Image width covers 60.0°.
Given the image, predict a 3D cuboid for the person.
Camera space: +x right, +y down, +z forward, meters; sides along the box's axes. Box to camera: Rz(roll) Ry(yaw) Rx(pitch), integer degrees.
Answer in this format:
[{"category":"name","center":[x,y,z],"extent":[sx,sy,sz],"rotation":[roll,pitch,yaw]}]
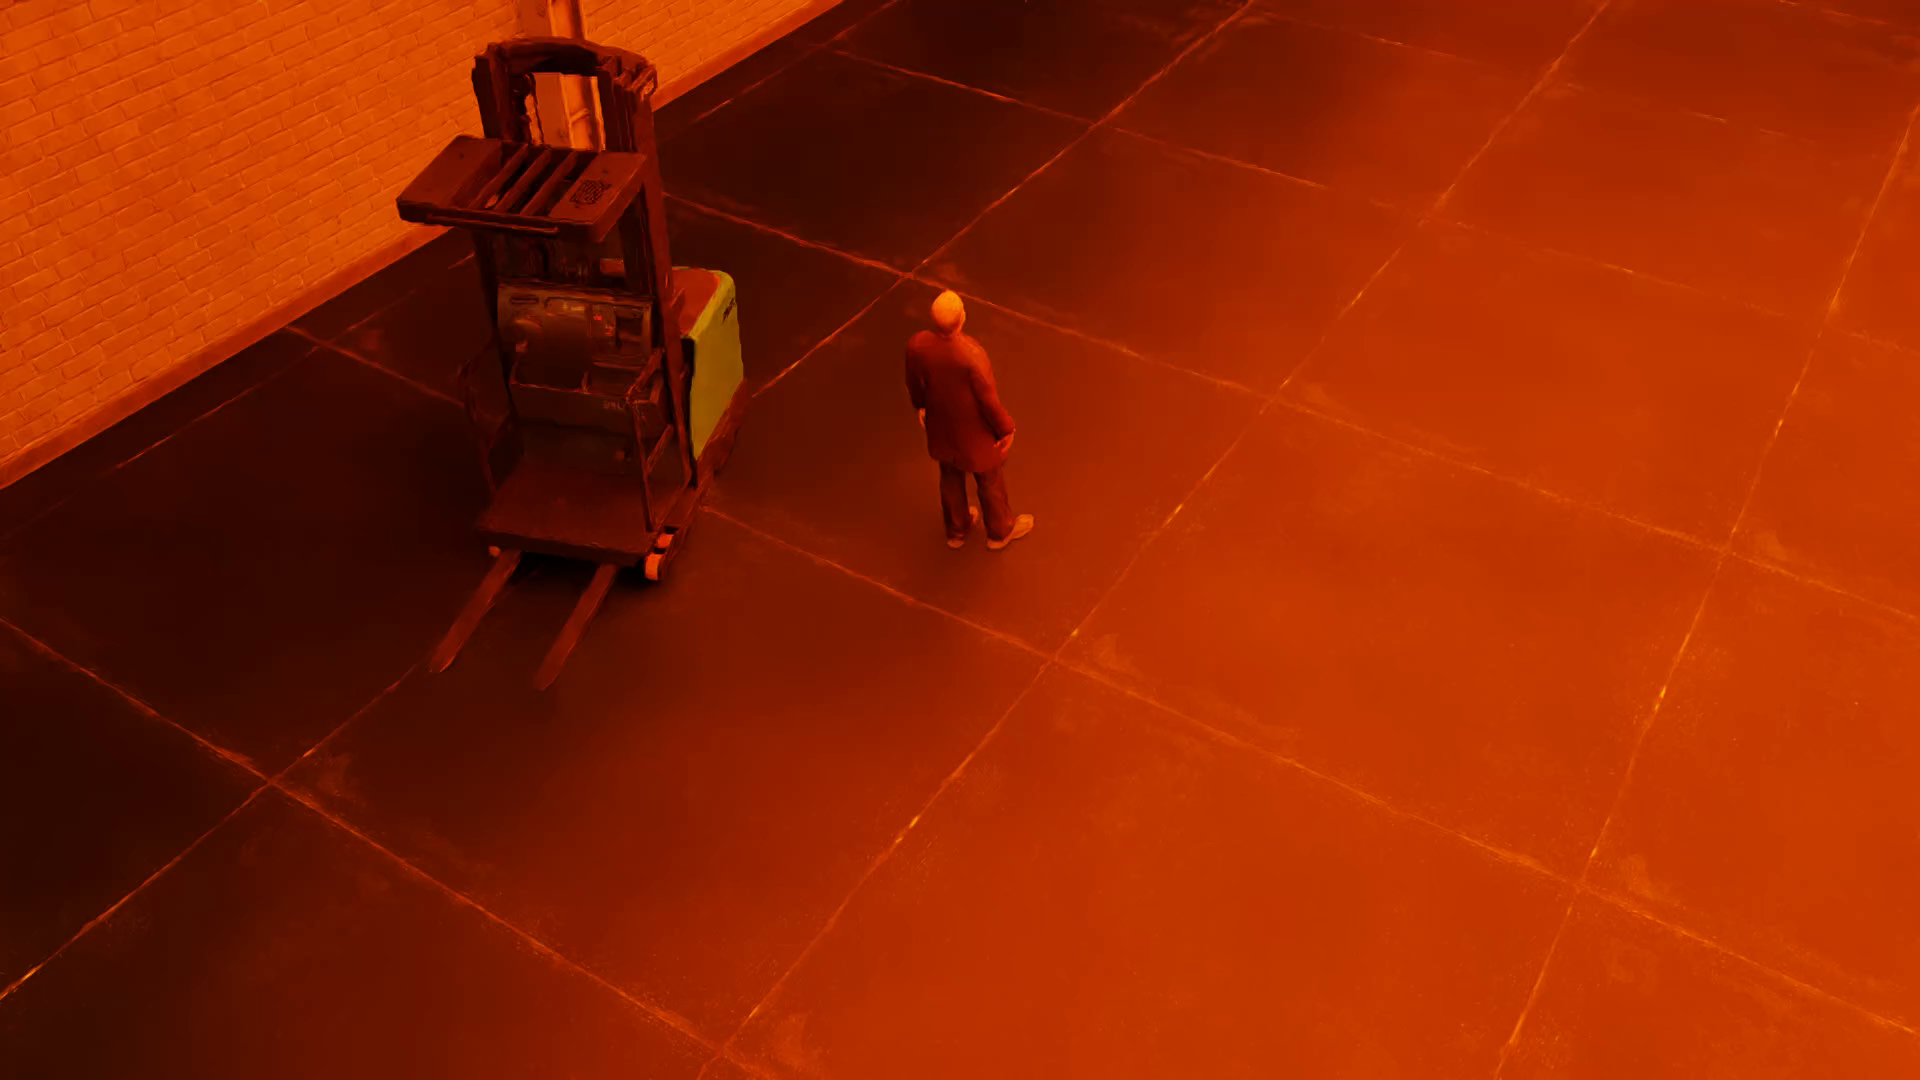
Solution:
[{"category":"person","center":[0.053,-0.732,9.712],"extent":[0.694,1.776,0.580],"rotation":[22,45,24]}]

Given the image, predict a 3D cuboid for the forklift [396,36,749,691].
[{"category":"forklift","center":[-2.239,-1.143,9.315],"extent":[1.130,2.935,3.031],"rotation":[8,41,9]}]
